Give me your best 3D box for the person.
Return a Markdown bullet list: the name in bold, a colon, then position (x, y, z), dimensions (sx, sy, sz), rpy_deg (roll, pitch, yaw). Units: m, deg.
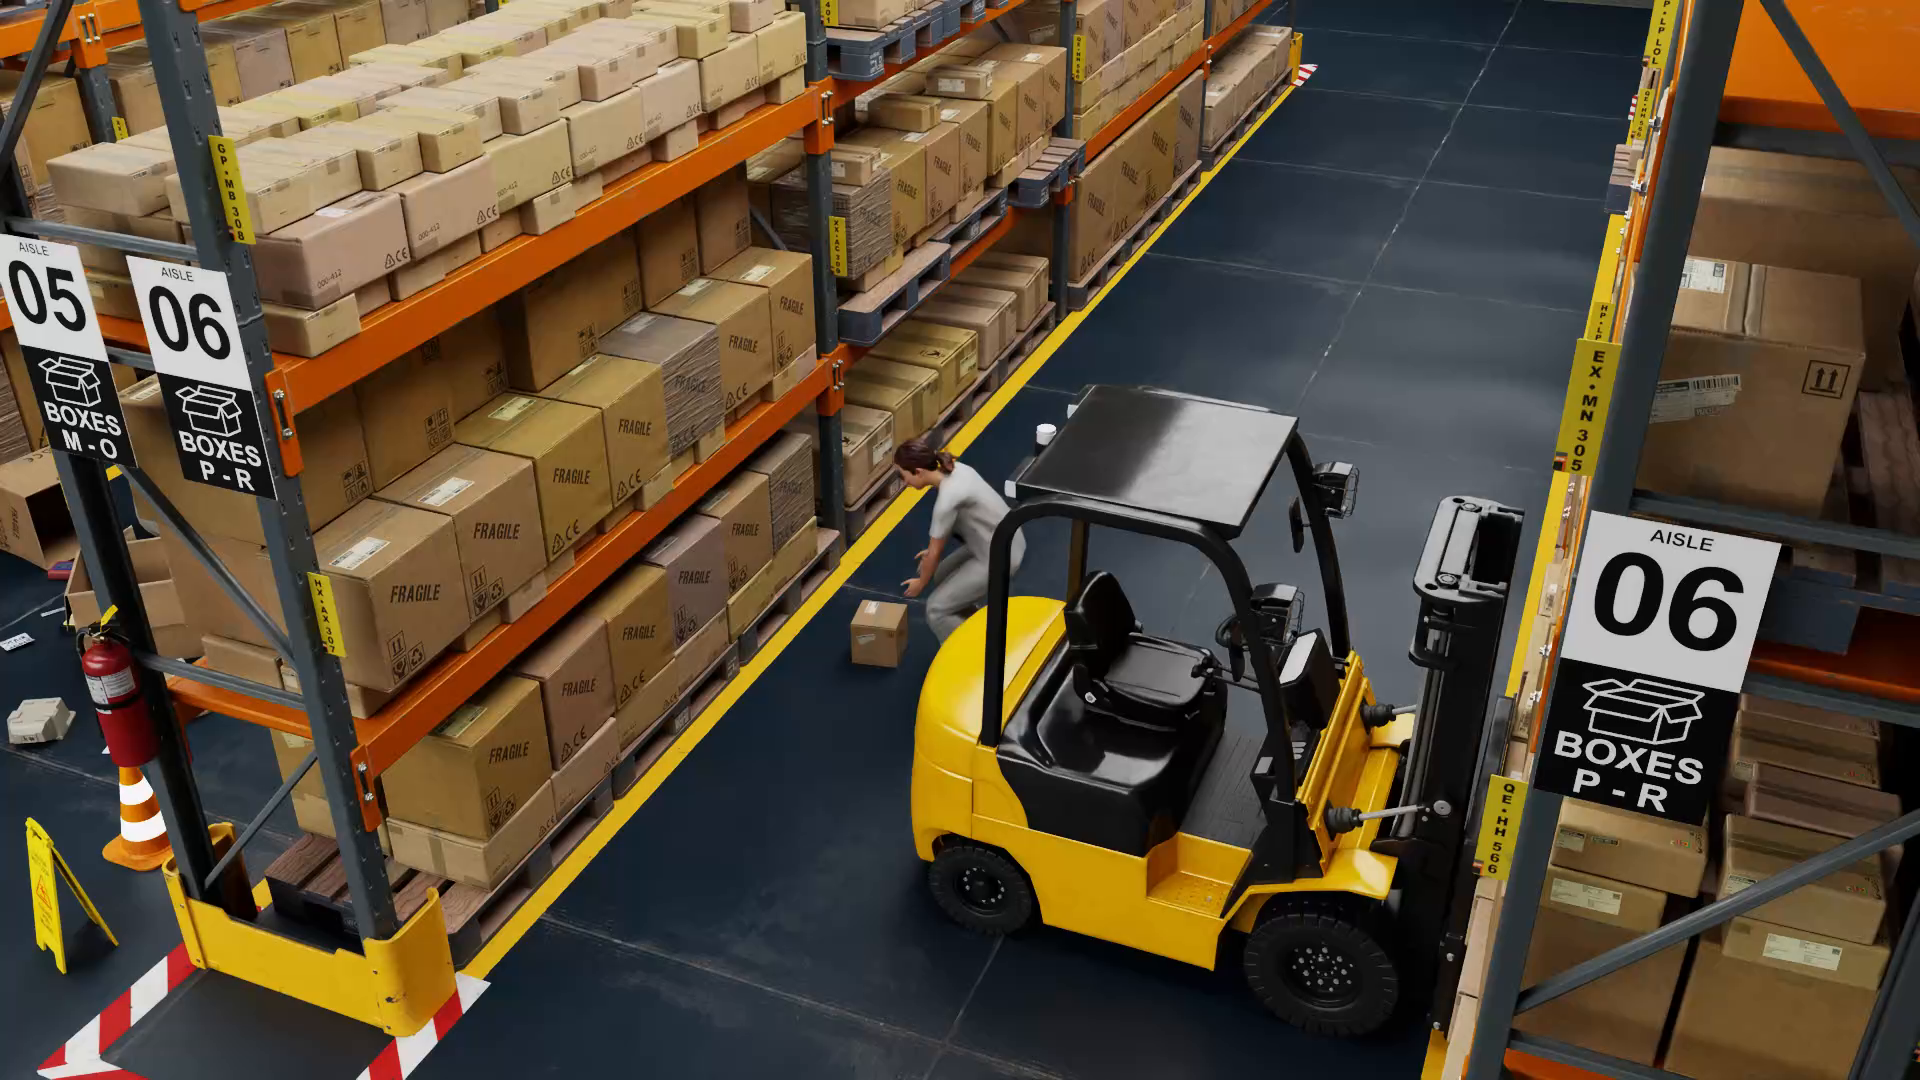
- **person**: position (-0.002, 0.097, 8.575), dimensions (0.667, 1.333, 0.491), rpy_deg (5, 30, 9)
